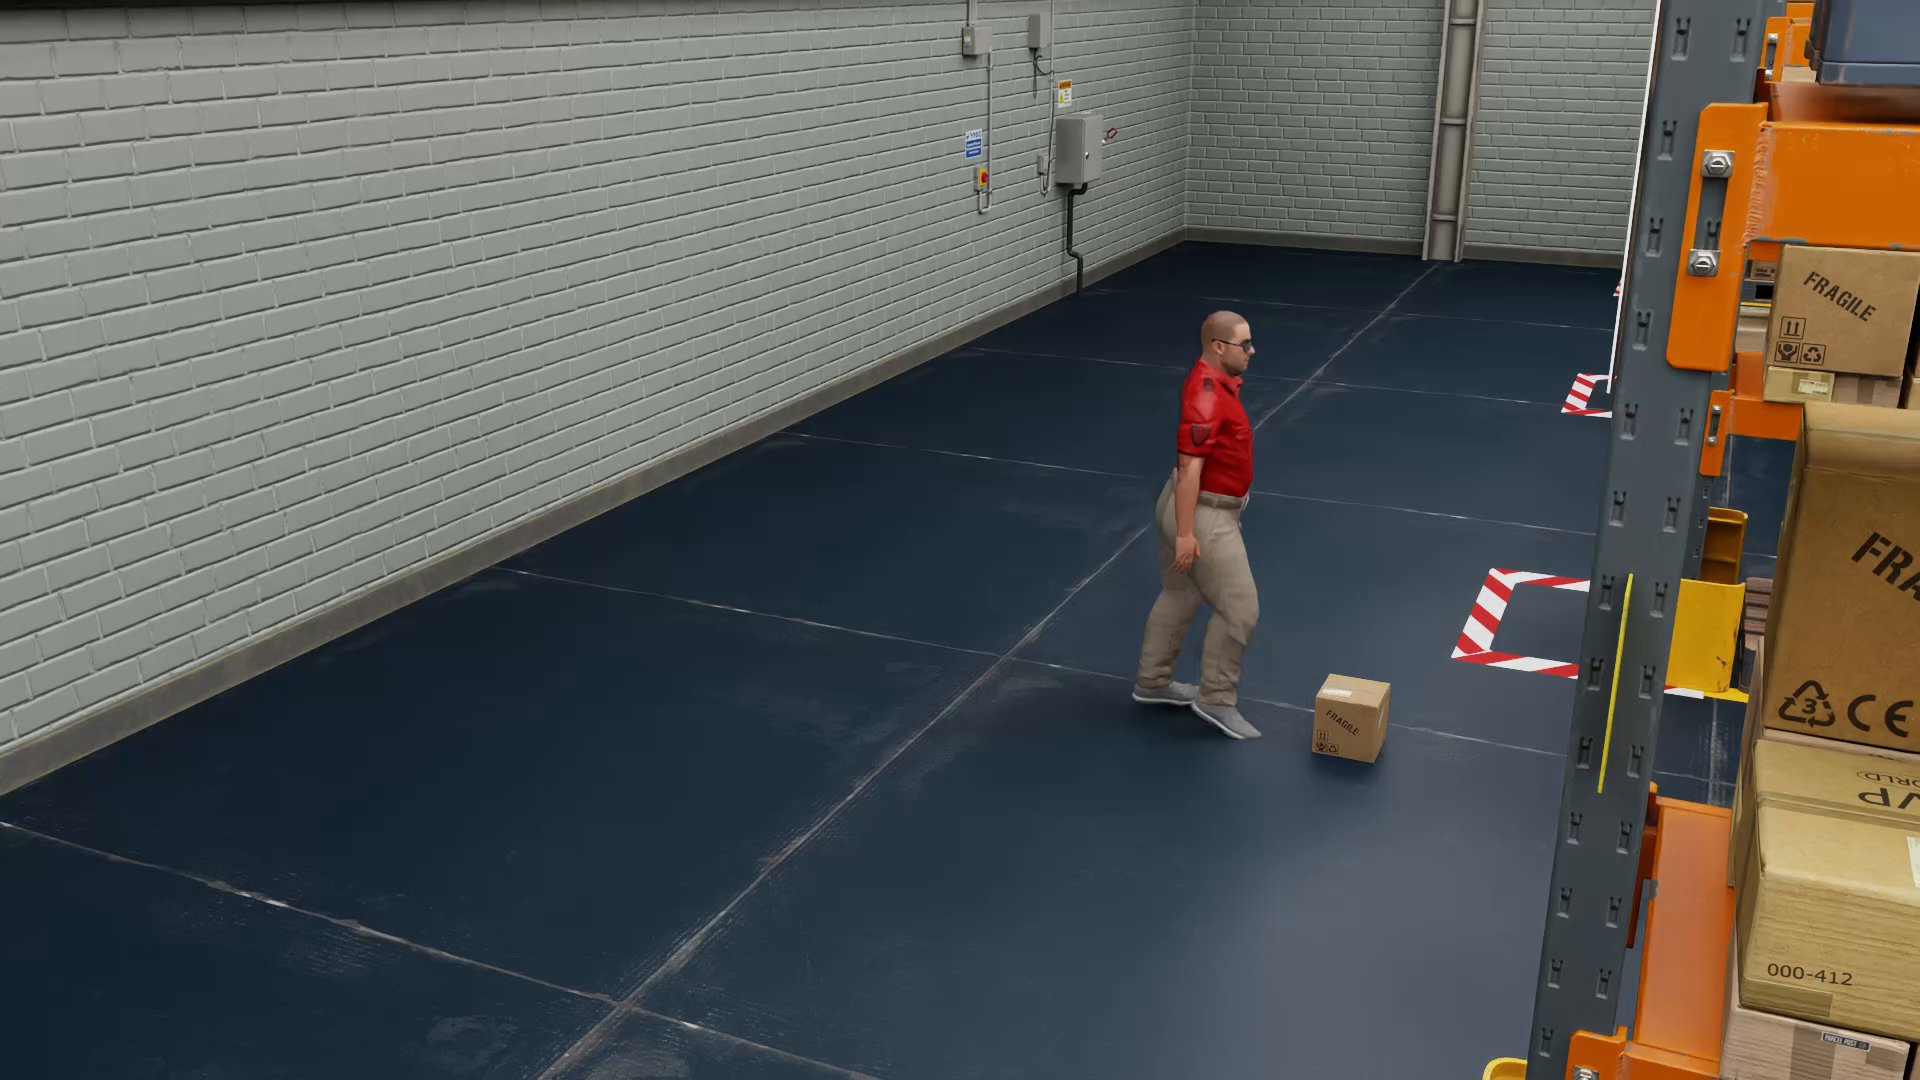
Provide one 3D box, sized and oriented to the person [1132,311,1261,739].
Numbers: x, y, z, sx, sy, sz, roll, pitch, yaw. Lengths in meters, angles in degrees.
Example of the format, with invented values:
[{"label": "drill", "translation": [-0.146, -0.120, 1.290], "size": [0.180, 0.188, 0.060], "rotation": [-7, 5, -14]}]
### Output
[{"label": "person", "translation": [1.002, -0.050, 6.798], "size": [0.521, 1.792, 0.553], "rotation": [0, 19, 1]}]
